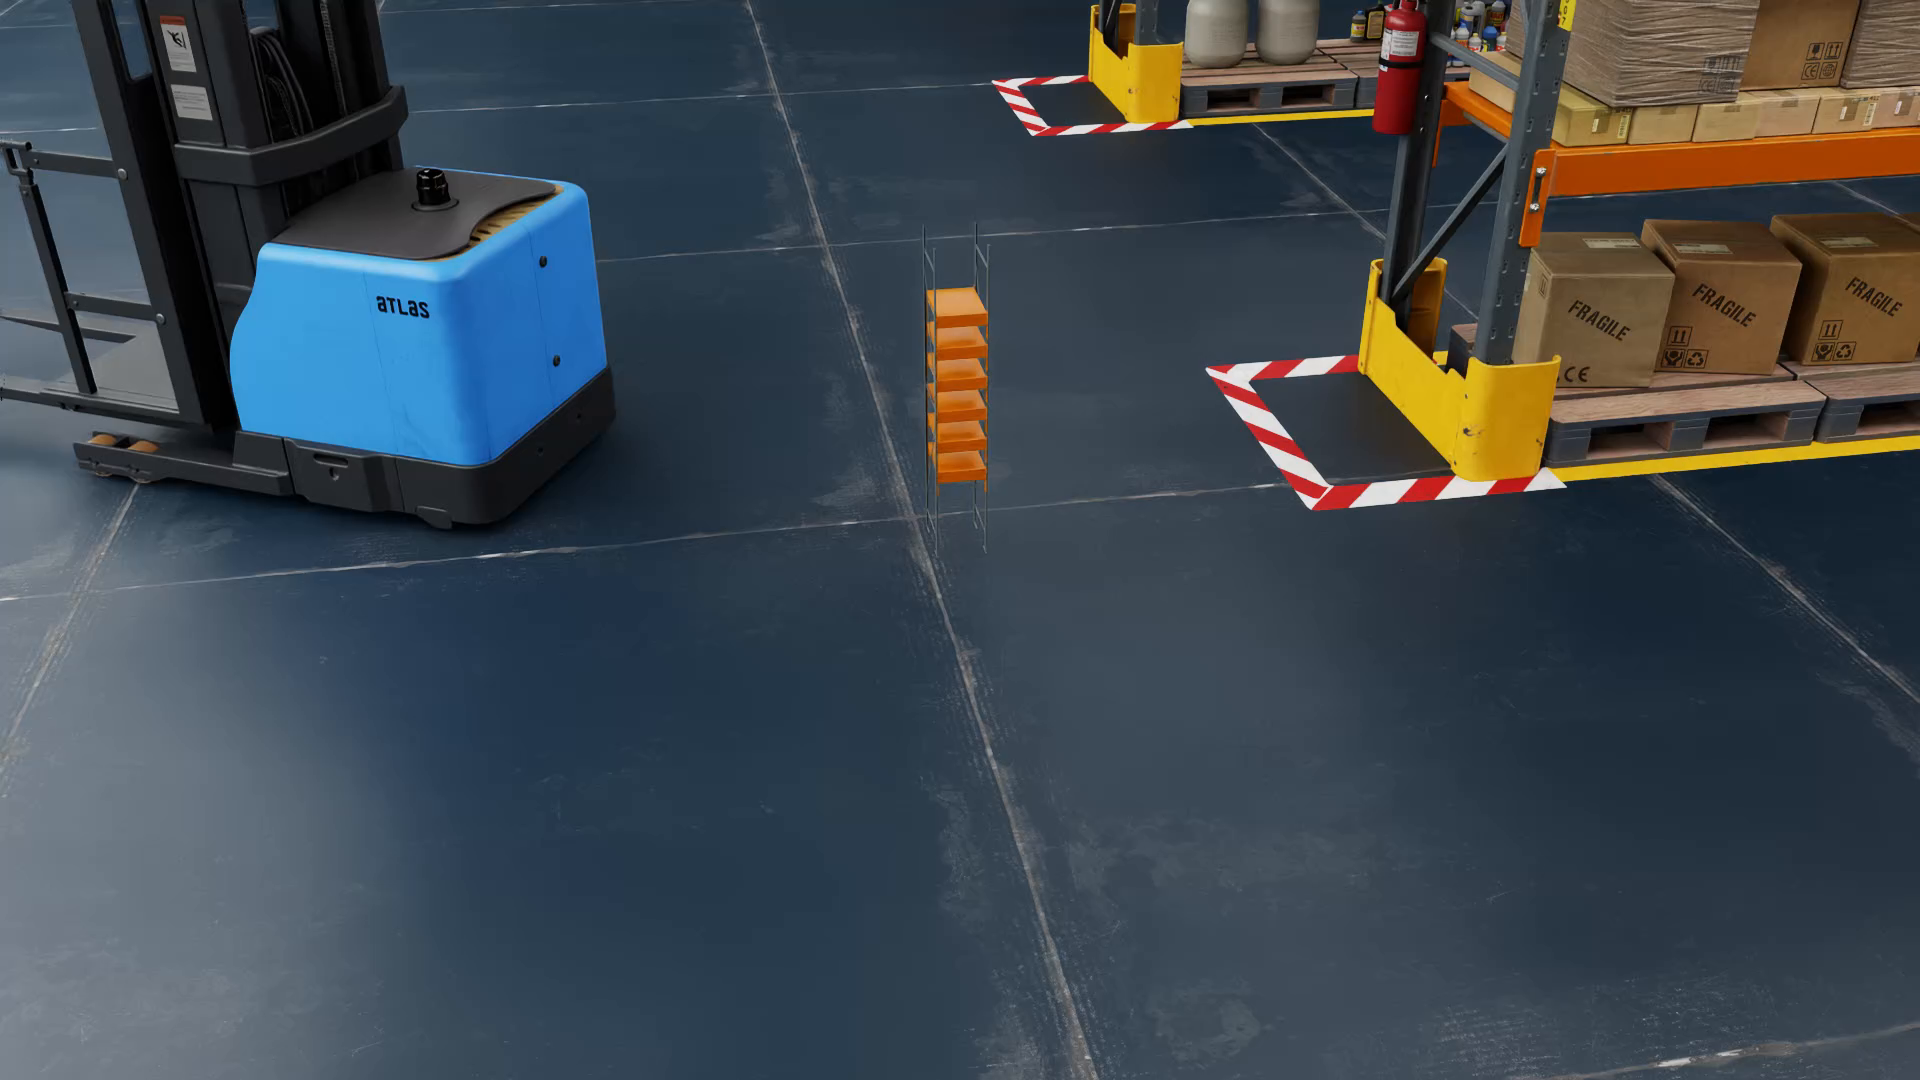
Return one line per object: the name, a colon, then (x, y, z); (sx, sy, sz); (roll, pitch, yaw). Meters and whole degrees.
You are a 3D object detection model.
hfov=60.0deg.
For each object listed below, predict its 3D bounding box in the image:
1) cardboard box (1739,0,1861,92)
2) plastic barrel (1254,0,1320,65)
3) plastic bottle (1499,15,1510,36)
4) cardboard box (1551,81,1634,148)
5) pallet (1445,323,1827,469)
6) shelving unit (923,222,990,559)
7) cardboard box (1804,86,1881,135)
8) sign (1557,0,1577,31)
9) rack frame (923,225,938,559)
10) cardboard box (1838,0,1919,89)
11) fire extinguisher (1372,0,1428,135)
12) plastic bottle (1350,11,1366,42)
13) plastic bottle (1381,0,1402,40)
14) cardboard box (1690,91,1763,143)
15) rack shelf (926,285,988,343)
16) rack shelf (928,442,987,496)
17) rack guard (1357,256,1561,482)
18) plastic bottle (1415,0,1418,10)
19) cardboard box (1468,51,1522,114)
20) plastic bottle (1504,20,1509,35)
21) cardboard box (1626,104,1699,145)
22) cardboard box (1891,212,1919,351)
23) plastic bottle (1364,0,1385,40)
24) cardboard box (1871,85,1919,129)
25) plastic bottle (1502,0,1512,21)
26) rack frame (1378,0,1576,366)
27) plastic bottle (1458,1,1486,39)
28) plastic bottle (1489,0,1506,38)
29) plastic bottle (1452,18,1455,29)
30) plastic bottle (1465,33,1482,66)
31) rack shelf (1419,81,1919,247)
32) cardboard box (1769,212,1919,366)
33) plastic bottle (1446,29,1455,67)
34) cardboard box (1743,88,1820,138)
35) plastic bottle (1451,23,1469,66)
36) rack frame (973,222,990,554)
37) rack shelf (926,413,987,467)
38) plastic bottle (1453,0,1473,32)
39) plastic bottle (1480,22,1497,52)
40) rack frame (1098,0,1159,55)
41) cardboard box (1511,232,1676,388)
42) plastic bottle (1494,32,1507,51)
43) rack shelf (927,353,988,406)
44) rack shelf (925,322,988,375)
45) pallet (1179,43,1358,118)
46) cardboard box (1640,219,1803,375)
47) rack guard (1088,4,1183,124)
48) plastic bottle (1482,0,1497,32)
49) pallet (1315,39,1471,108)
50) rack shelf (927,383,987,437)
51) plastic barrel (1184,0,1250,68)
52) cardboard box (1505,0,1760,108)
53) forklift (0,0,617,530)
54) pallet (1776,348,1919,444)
cardboard box: (3.019, -2.134, 6.527); (0.500, 0.500, 0.875); (-5, 31, -9)
plastic barrel: (2.237, -3.542, 11.355); (0.421, 0.512, 0.421); (0, 30, 0)
plastic bottle: (3.777, -3.464, 11.428); (0.133, 0.283, 0.061); (-5, 31, -9)
cardboard box: (2.326, -1.619, 6.292); (0.250, 0.149, 0.380); (-5, 31, -9)
pallet: (2.883, -0.682, 7.201); (1.213, 0.211, 1.003); (-5, 31, -9)
shelving unit: (-0.014, -0.516, 5.944); (0.189, 1.200, 0.258); (-5, 31, -9)
cardboard box: (3.313, -1.700, 6.430); (0.250, 0.149, 0.380); (-5, 31, -9)
sign: (2.100, -1.923, 5.707); (0.005, 0.325, 0.100); (-5, 31, -9)
rack frame: (-0.104, -0.508, 5.929); (0.006, 1.200, 0.240); (-5, 31, -9)
cardboard box: (3.518, -2.158, 6.568); (0.500, 0.500, 0.875); (-5, 31, -9)
fire extinguisher: (1.807, -2.006, 6.779); (0.183, 0.674, 0.296); (-5, 31, -9)
plastic bottle: (2.838, -3.659, 11.841); (0.097, 0.201, 0.097); (0, 30, 0)
plastic bottle: (3.091, -3.701, 11.838); (0.135, 0.276, 0.152); (-5, 31, -9)
cardboard box: (2.824, -1.648, 6.341); (0.250, 0.149, 0.380); (-5, 31, -9)
rack shelf: (-0.014, -0.788, 5.784); (0.180, 0.103, 0.258); (-5, 31, -9)
rack shelf: (-0.014, -0.271, 6.088); (0.180, 0.103, 0.258); (-5, 31, -9)
rack guard: (2.077, -0.750, 7.032); (0.348, 0.500, 1.175); (-5, 31, -9)
plastic bottle: (3.227, -3.713, 11.859); (0.135, 0.276, 0.152); (-6, 31, -10)
cardboard box: (2.246, -1.841, 6.669); (0.250, 0.149, 0.380); (-5, 31, -9)
plastic bottle: (3.796, -3.408, 11.340); (0.135, 0.276, 0.152); (-5, 31, -8)
cardboard box: (2.575, -1.632, 6.315); (0.250, 0.149, 0.380); (-5, 31, -9)
cardboard box: (4.378, -1.120, 7.248); (0.500, 0.500, 0.500); (-8, 31, -13)
plastic bottle: (2.950, -3.714, 11.854); (0.133, 0.283, 0.061); (-5, 31, -8)
cardboard box: (3.554, -1.737, 6.492); (0.250, 0.149, 0.380); (-5, 31, -9)
plastic bottle: (3.991, -3.819, 11.964); (0.185, 0.351, 0.144); (-7, 31, -11)
rack frame: (2.002, -1.820, 6.386); (0.127, 3.000, 1.000); (-5, 31, -9)
plastic bottle: (3.624, -3.676, 11.795); (0.135, 0.276, 0.152); (-5, 31, -9)
plastic bottle: (3.853, -3.752, 11.930); (0.097, 0.271, 0.097); (0, 30, 0)
plastic bottle: (3.454, -3.642, 11.812); (0.097, 0.201, 0.097); (0, 30, 0)
plastic bottle: (3.483, -3.333, 11.285); (0.097, 0.201, 0.097); (0, 30, 0)
rack shelf: (3.970, -1.693, 6.879); (4.000, 0.370, 1.077); (-5, 31, -9)
cardboard box: (3.821, -1.092, 7.199); (0.500, 0.500, 0.500); (-3, 31, -4)
plastic bottle: (3.287, -3.345, 11.237); (0.097, 0.271, 0.097); (0, 30, 0)
cardboard box: (3.066, -1.681, 6.397); (0.250, 0.149, 0.380); (-5, 31, -9)
plastic bottle: (3.385, -3.354, 11.252); (0.097, 0.271, 0.097); (0, 30, 0)
rack frame: (0.076, -0.524, 5.958); (0.006, 1.200, 0.240); (-5, 31, -9)
rack shelf: (-0.014, -0.374, 6.027); (0.180, 0.103, 0.258); (-5, 31, -9)
plastic bottle: (3.572, -3.780, 11.898); (0.185, 0.351, 0.144); (-6, 31, -9)
plastic bottle: (3.585, -3.372, 11.284); (0.097, 0.271, 0.097); (0, 30, 0)
rack frame: (1.110, -4.290, 10.586); (0.127, 3.000, 1.000); (-5, 31, -9)
cardboard box: (2.620, -0.972, 6.996); (0.500, 0.500, 0.500); (0, 30, 0)
plastic bottle: (3.685, -3.351, 11.317); (0.097, 0.201, 0.097); (0, 30, 0)
rack shelf: (-0.014, -0.581, 5.905); (0.180, 0.103, 0.258); (-5, 31, -9)
rack shelf: (-0.014, -0.684, 5.844); (0.180, 0.103, 0.258); (-5, 31, -9)
pallet: (1.977, -3.190, 11.466); (1.213, 0.211, 1.003); (-5, 31, -9)
cardboard box: (3.202, -1.044, 7.118); (0.500, 0.500, 0.500); (2, 31, 4)
rack guard: (1.177, -3.243, 11.271); (0.348, 0.500, 1.175); (-5, 31, -9)
plastic bottle: (3.821, -3.795, 11.991); (0.133, 0.283, 0.061); (-4, 31, -7)
pallet: (3.174, -3.299, 11.653); (1.213, 0.211, 1.003); (-5, 31, -9)
rack shelf: (-0.014, -0.478, 5.966); (0.180, 0.103, 0.258); (-5, 31, -9)
plastic barrel: (1.744, -3.496, 11.277); (0.421, 0.512, 0.421); (0, 30, 0)
cardboard box: (2.548, -2.028, 6.348); (0.500, 0.500, 0.875); (-5, 31, -9)
forklift: (-3.017, -1.731, 6.303); (3.031, 2.935, 1.130); (9, 32, 15)
pallet: (4.080, -0.791, 7.388); (1.213, 0.211, 1.003); (-5, 31, -9)
